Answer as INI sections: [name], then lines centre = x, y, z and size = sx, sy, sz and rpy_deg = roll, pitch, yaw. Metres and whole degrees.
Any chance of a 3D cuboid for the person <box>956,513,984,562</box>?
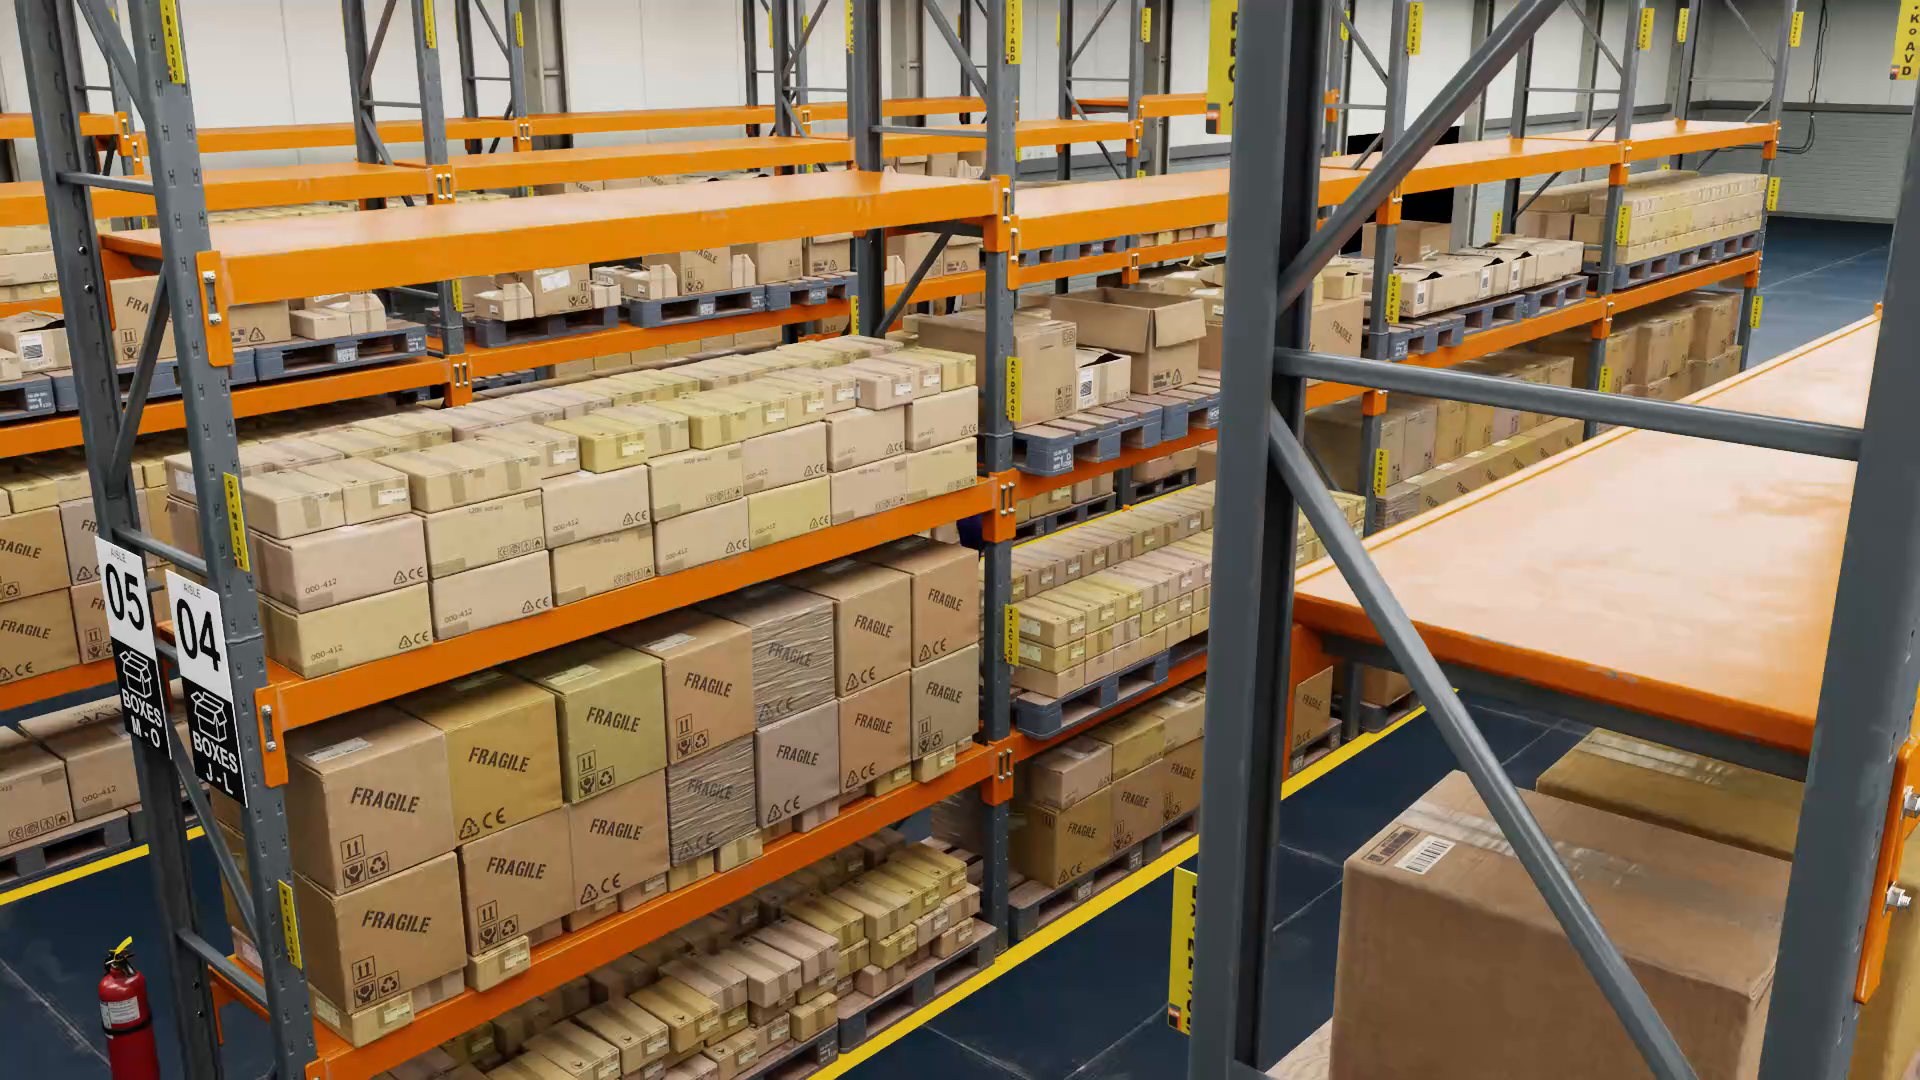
[person]
centre = 0.197, -0.161, 14.765
size = 0.550, 1.649, 0.375
rpy_deg = 12, 21, 34
